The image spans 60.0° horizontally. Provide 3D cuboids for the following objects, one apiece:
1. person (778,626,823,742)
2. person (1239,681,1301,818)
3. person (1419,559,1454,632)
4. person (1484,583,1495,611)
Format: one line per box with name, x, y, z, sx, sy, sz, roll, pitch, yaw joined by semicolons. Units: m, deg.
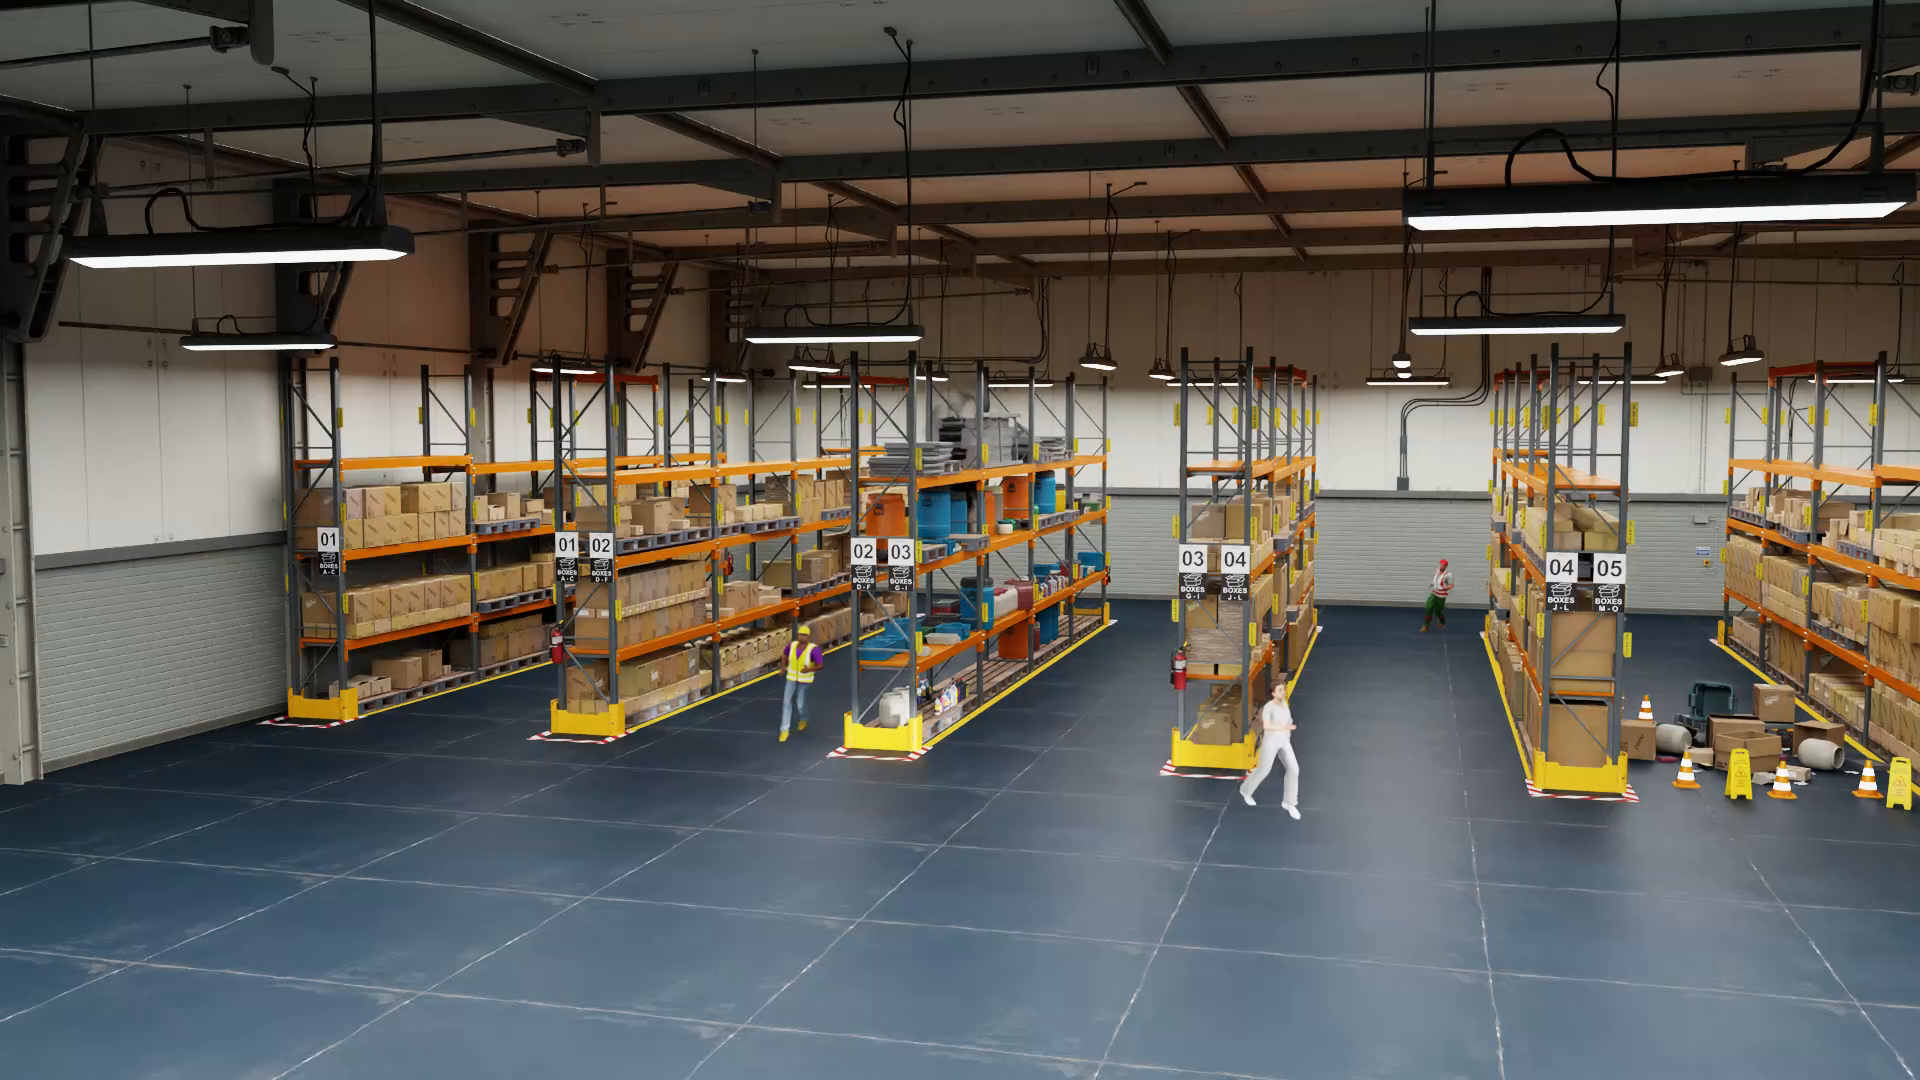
person;-2.488;2.224;26.085;0.721;1.784;0.912;1;4;11
person;3.968;2.620;21.104;0.575;1.709;0.901;-3;5;-33
person;11.246;1.296;38.831;0.857;1.742;0.725;-2;5;-30
person;12.616;1.288;38.872;0.658;1.730;0.738;0;4;4
